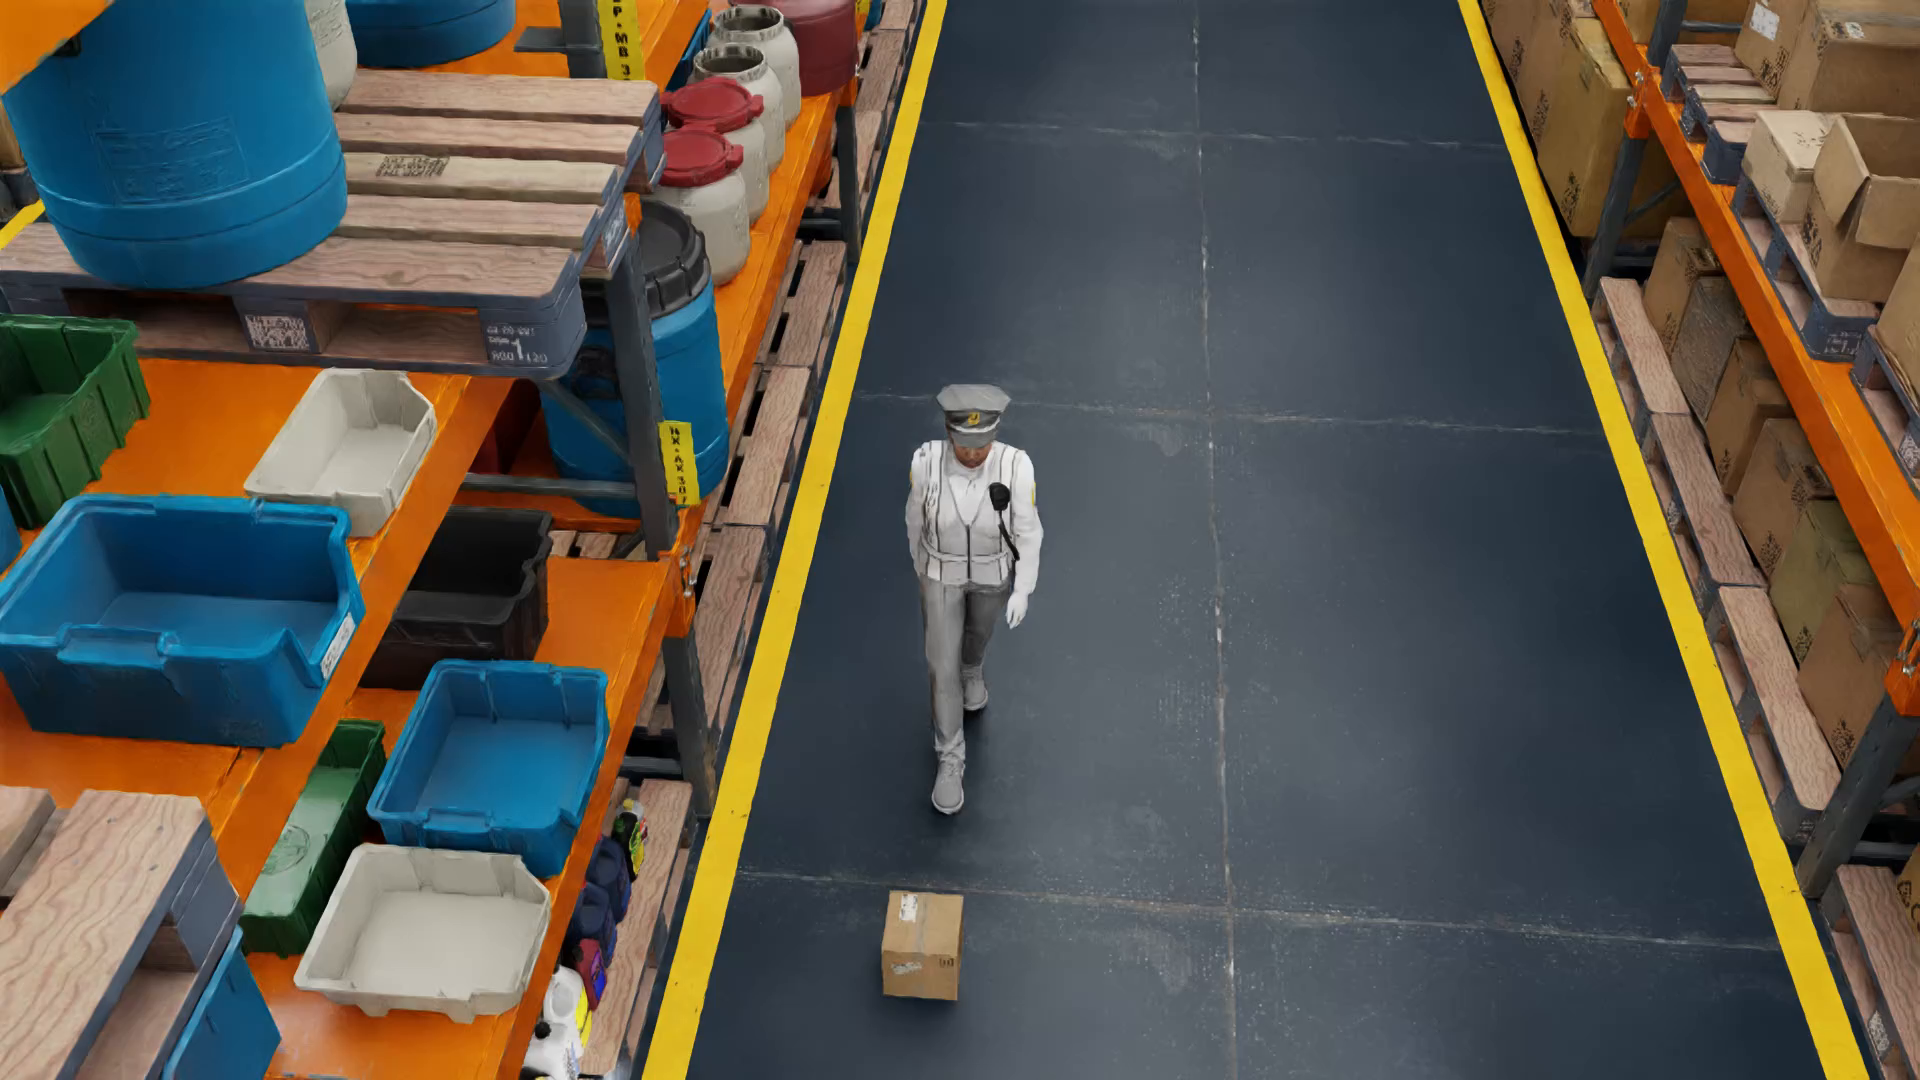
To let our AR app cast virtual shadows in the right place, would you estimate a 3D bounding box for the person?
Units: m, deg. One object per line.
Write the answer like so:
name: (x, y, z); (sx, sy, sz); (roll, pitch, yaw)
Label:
person: (0.053, 0.145, 5.951); (0.483, 1.633, 0.808); (-2, 40, -2)
